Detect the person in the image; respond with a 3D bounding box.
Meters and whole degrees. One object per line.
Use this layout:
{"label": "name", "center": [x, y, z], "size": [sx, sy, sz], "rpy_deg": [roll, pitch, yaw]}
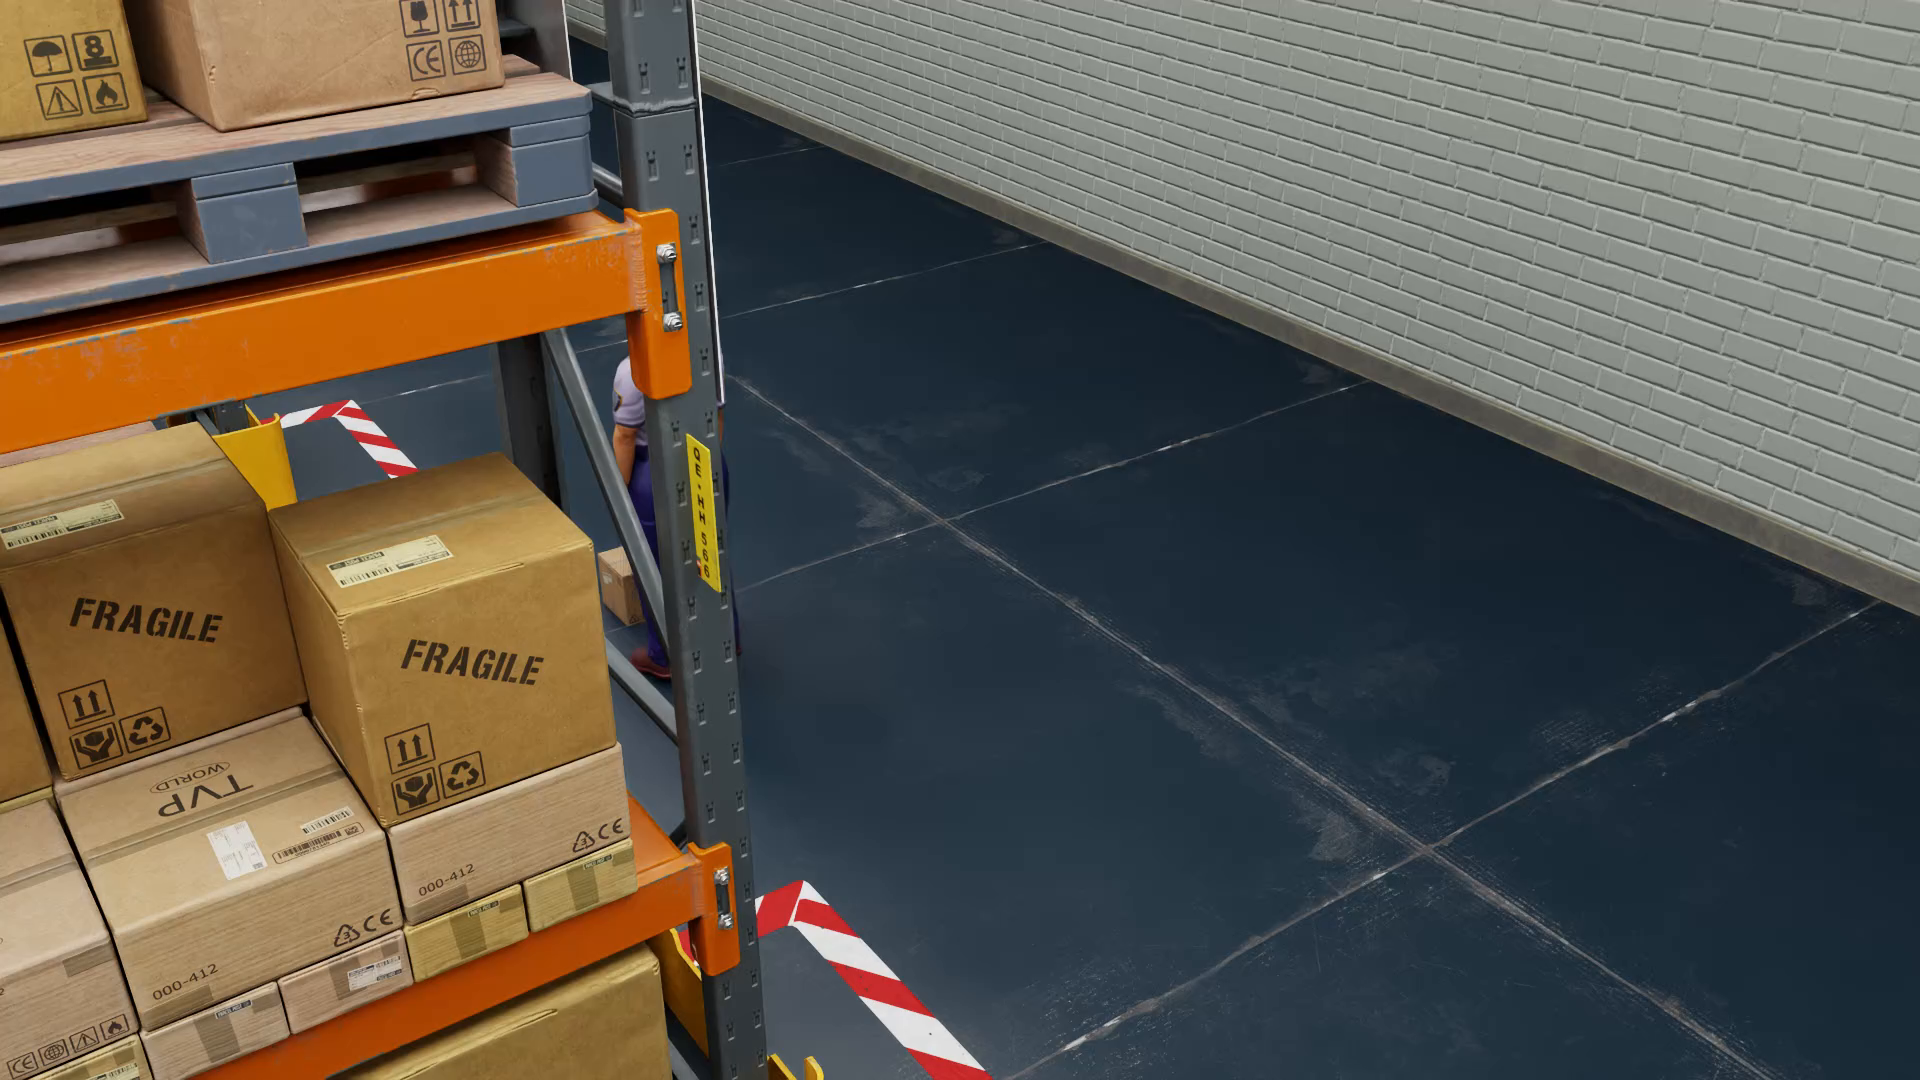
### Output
{"label": "person", "center": [-1.141, -0.235, 6.581], "size": [0.476, 1.657, 0.333], "rpy_deg": [-18, 33, -29]}
